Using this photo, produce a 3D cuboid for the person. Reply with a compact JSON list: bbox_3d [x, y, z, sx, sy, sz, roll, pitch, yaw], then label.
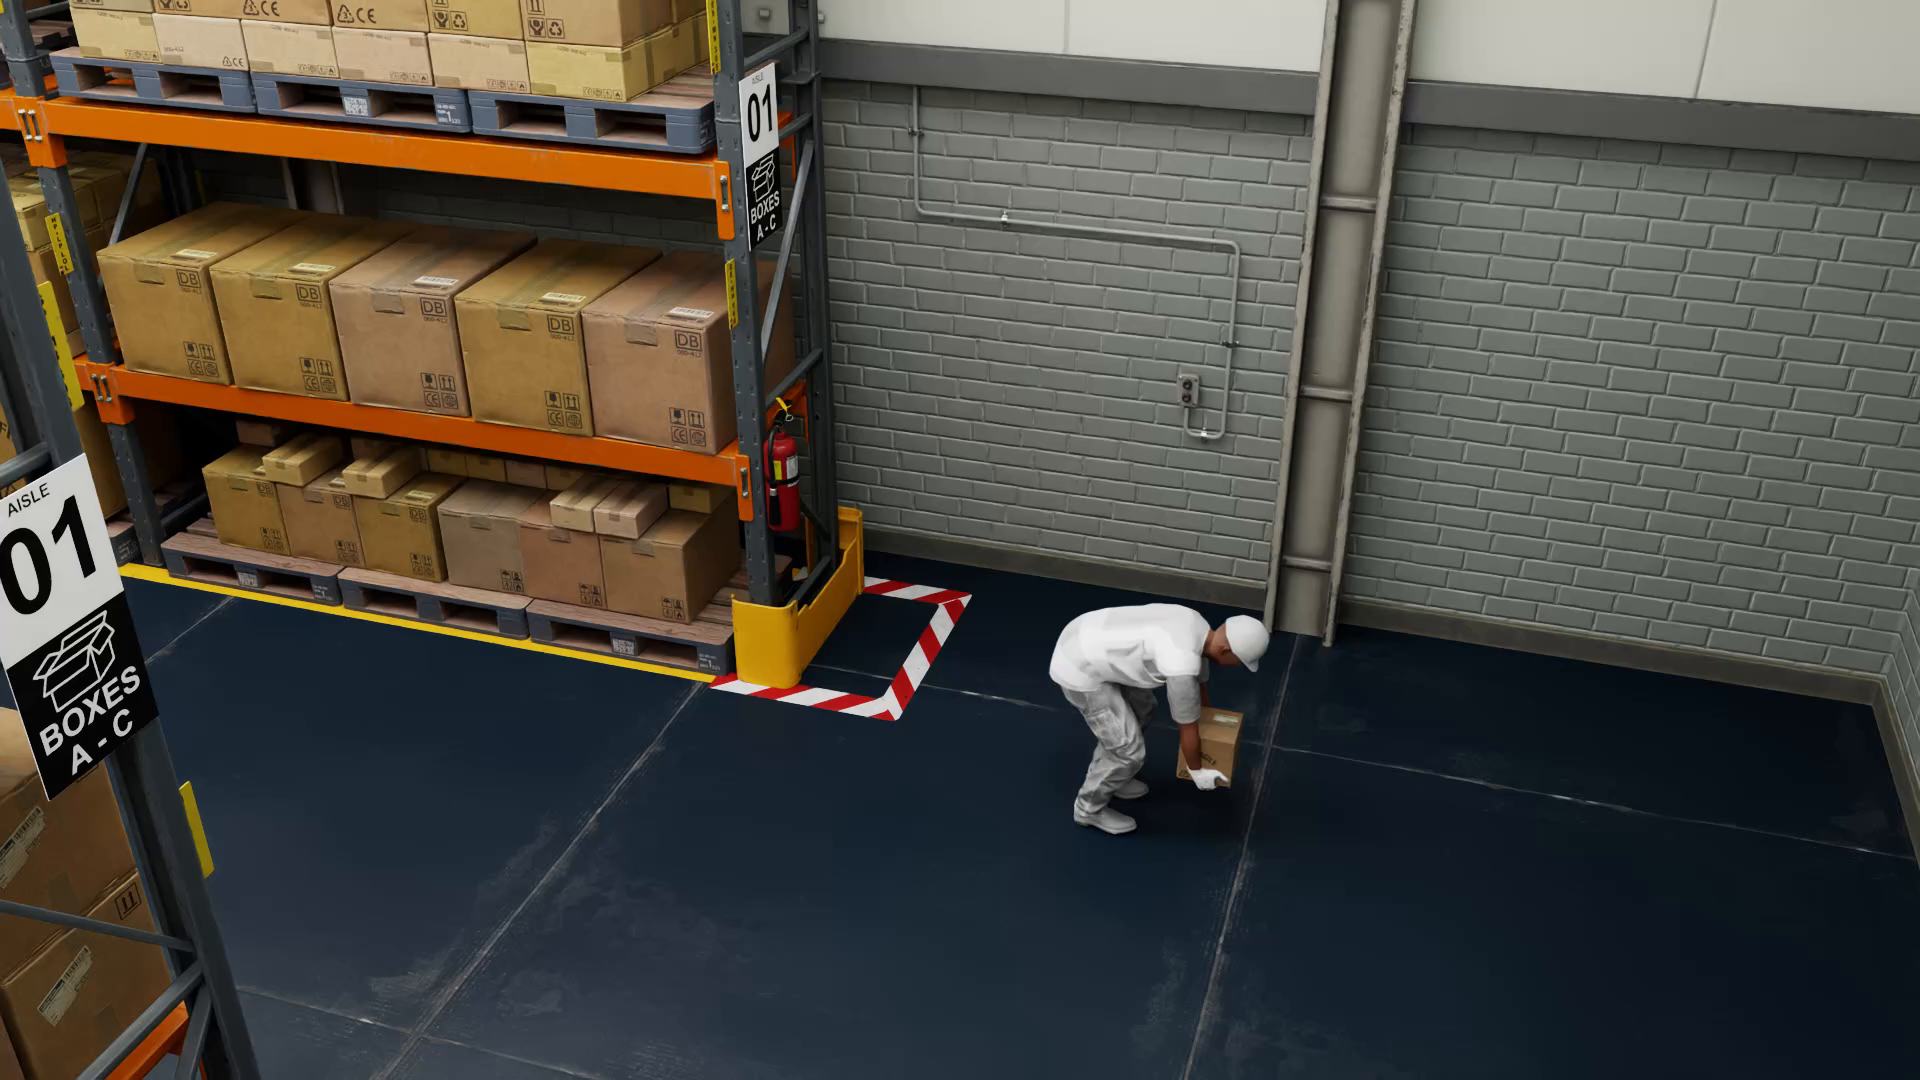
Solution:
[{"bbox_3d":[0.899,0.804,7.692,0.970,1.146,0.531,7,30,13],"label":"person"}]
